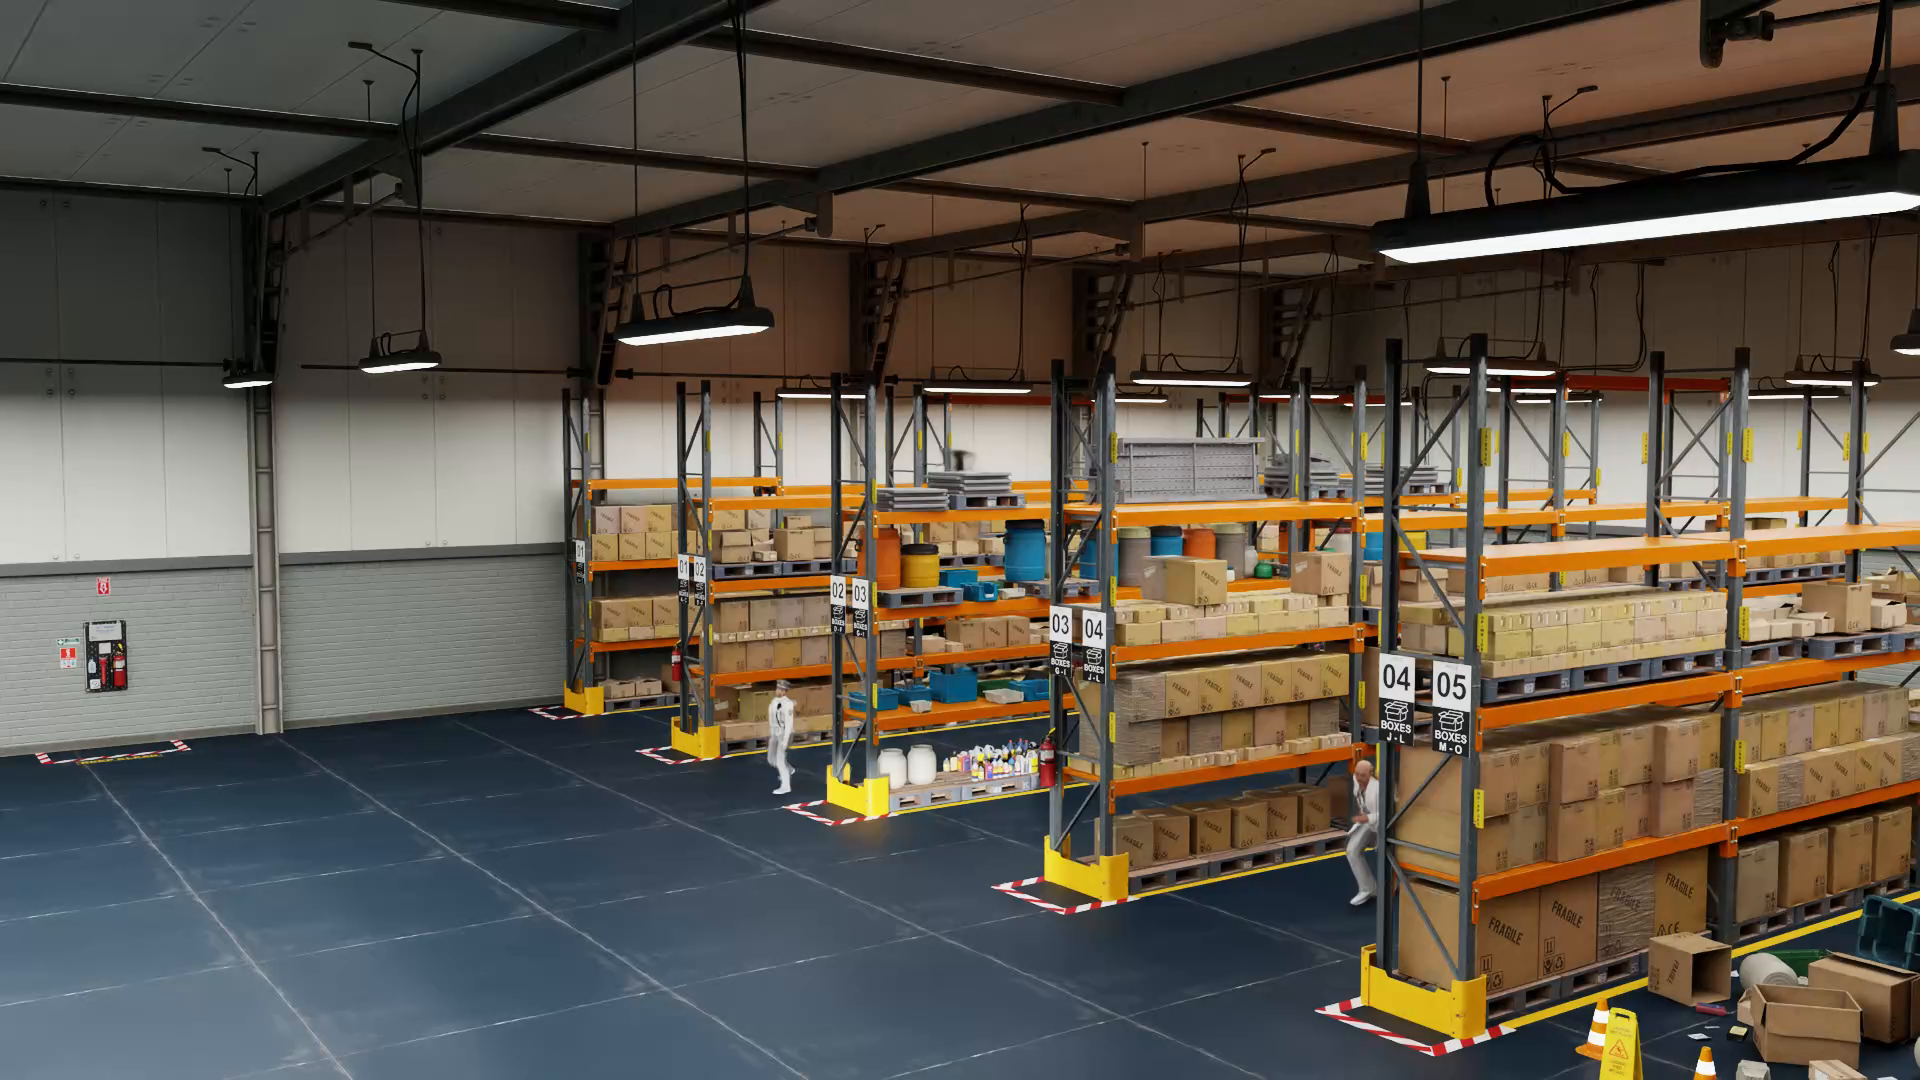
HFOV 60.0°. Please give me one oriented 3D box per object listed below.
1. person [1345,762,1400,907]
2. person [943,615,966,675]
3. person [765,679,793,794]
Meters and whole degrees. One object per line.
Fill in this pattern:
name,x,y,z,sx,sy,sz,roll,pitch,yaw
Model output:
person,4.590,3.175,18.267,1.178,1.603,0.712,-3,5,-42
person,-0.025,2.191,33.246,0.855,1.709,0.573,-4,5,-44
person,-2.534,2.794,23.840,0.555,1.648,0.644,-4,5,-45
